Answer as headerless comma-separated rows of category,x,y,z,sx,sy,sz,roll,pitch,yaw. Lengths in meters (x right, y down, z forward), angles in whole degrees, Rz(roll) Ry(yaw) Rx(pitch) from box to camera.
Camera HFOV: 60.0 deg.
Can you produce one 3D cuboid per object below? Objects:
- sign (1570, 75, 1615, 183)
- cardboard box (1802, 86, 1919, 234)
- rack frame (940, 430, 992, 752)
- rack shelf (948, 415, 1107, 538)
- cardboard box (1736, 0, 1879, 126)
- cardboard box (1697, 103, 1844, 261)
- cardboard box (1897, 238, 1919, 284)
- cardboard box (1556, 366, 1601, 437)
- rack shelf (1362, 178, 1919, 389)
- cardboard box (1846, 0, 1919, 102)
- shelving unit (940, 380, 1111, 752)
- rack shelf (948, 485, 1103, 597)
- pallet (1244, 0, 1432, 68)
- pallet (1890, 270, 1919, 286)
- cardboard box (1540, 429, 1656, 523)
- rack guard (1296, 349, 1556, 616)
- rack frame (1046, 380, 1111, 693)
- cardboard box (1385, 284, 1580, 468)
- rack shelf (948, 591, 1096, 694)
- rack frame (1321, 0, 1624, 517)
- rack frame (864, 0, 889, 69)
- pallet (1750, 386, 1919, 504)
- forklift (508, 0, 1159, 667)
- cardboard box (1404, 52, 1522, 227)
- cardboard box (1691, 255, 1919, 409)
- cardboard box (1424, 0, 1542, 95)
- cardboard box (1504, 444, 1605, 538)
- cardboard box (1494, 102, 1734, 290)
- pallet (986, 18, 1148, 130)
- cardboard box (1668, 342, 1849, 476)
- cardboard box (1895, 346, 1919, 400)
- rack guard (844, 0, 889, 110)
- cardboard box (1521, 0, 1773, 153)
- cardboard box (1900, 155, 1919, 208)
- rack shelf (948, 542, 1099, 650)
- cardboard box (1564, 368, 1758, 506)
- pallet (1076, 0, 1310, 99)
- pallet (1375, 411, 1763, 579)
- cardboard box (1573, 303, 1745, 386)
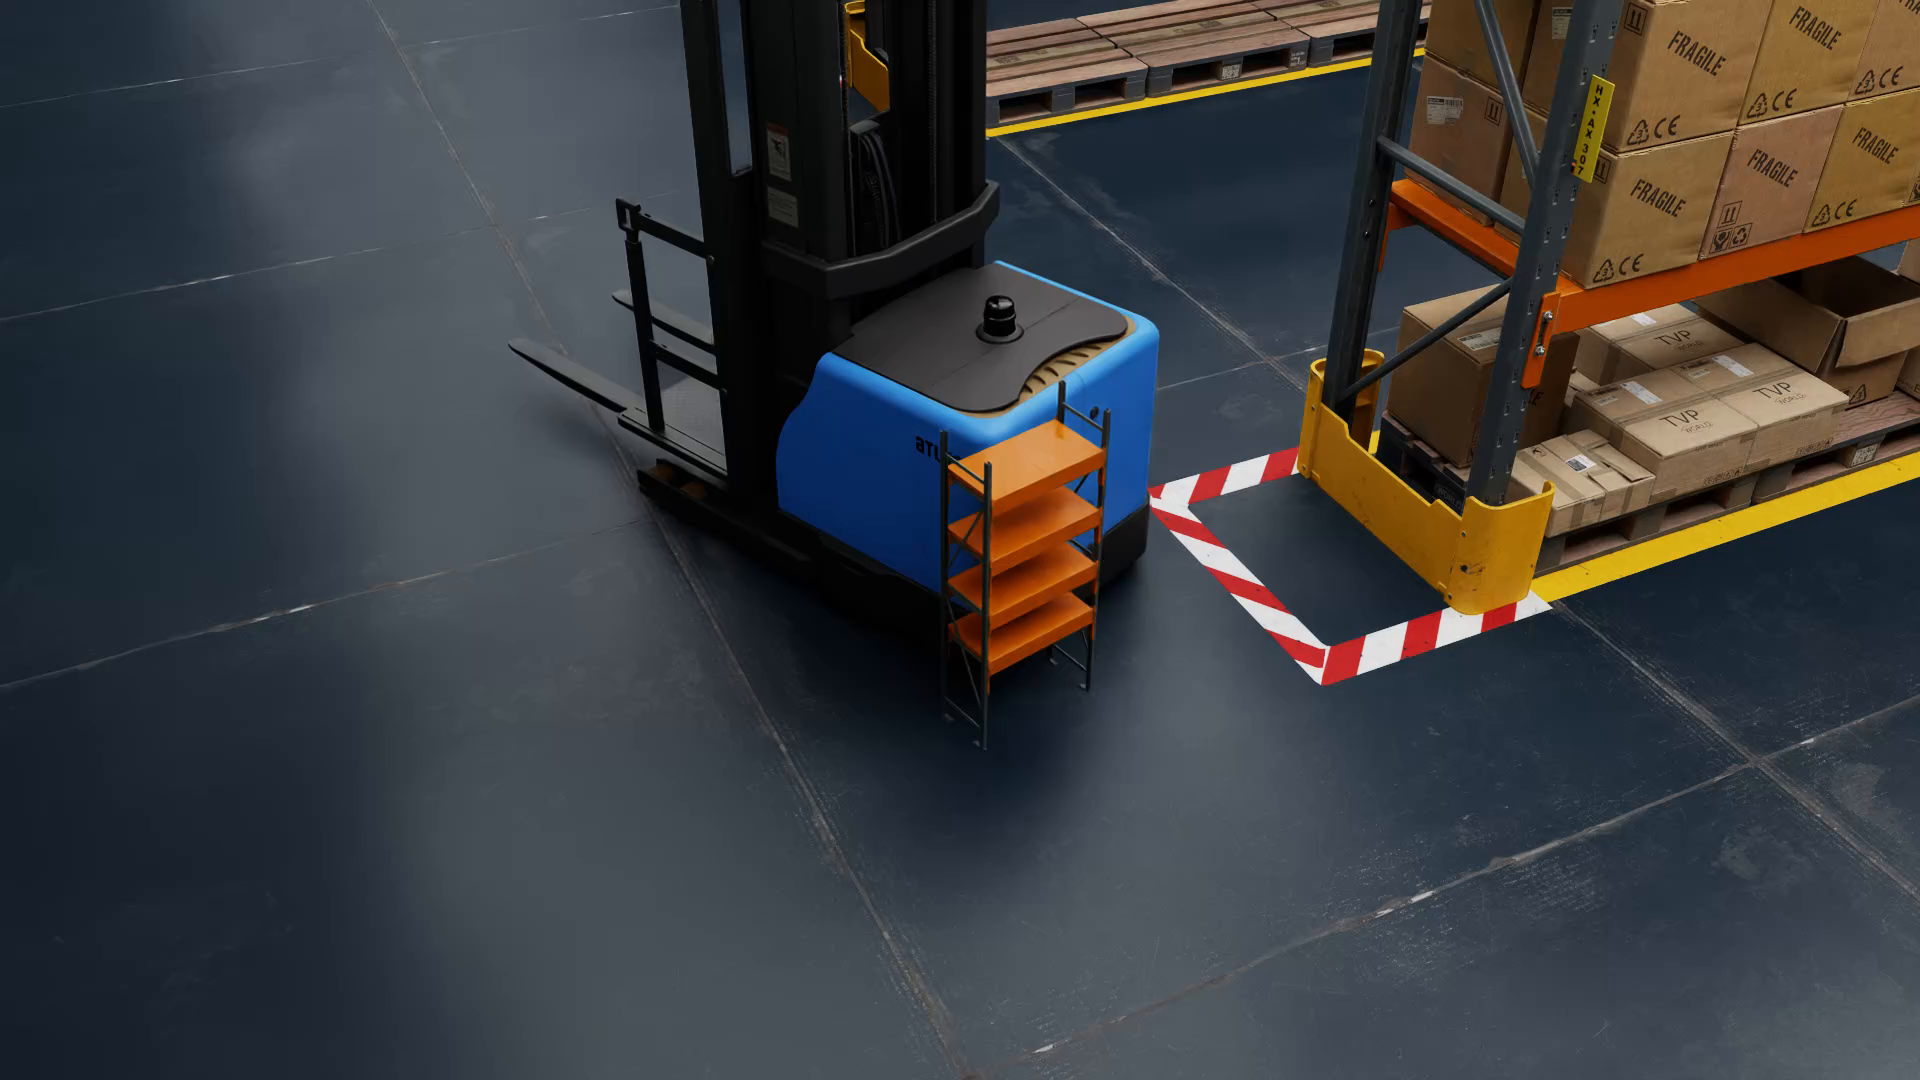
sign,1.994,-1.297,5.255,0.005,0.325,0.100,-16,39,-20
cardboard box,3.198,-1.512,6.186,0.500,0.500,0.500,-16,39,-20
rack frame,0.015,0.194,5.480,0.015,1.200,0.240,-25,44,-30
rack shelf,0.209,-0.210,5.365,0.480,0.148,0.258,-25,44,-30
cardboard box,2.747,-1.791,5.723,0.500,0.500,0.500,-15,39,-19
cardboard box,2.742,-1.386,6.017,0.500,0.500,0.500,-16,39,-20
cardboard box,4.913,-1.362,7.956,0.500,0.311,0.500,-16,39,-20
cardboard box,2.556,-0.606,7.057,0.250,0.166,0.380,-16,39,-20
rack shelf,3.574,-1.460,6.804,4.000,0.370,1.077,-16,39,-20
cardboard box,3.202,-1.915,5.890,0.500,0.500,0.500,-15,39,-19
shelving unit,0.207,0.104,5.601,0.503,1.200,0.258,-25,44,-30
rack shelf,0.208,-0.021,5.507,0.480,0.148,0.258,-25,44,-30
pallet,2.634,-3.600,11.426,1.213,0.211,1.003,-16,39,-20
pallet,4.763,-0.961,7.869,1.213,0.211,1.003,-16,39,-20
cardboard box,2.515,-0.265,6.598,0.250,0.166,0.380,-16,39,-20
rack guard,1.832,-0.258,6.678,0.348,0.500,1.175,-16,39,-20
rack frame,0.399,0.015,5.721,0.015,1.200,0.240,-25,44,-30
cardboard box,2.151,-0.686,6.885,0.500,0.500,0.500,-16,39,-20
rack shelf,0.206,0.317,5.760,0.480,0.148,0.258,-25,44,-30
rack frame,1.764,-1.242,5.907,0.127,3.000,1.000,-16,39,-20
rack frame,-0.338,-3.915,9.510,0.127,3.000,1.000,-16,39,-20
pallet,3.657,-0.650,7.450,1.213,0.211,1.003,-16,39,-20
forklift,-0.706,-1.460,6.257,3.031,2.935,1.130,27,44,32
cardboard box,2.053,-1.543,6.228,0.500,0.500,0.500,-14,39,-19
cardboard box,3.686,-0.951,7.240,0.637,0.503,0.797,-16,39,-20
cardboard box,2.050,-1.945,5.931,0.500,0.500,0.500,-16,39,-20
cardboard box,2.289,-0.195,6.518,0.250,0.149,0.380,-16,39,-20
cardboard box,2.277,-1.253,5.837,0.500,0.500,0.500,-15,39,-19
pallet,0.425,-2.982,10.594,1.213,0.211,1.003,-16,39,-20
cardboard box,3.282,-0.552,6.916,0.500,0.250,0.500,-16,39,-20
cardboard box,4.311,-0.865,7.285,0.500,0.311,0.500,-16,39,-20
rack guard,-0.354,-2.897,10.237,0.348,0.500,1.175,-16,39,-20
cardboard box,2.277,-1.654,5.539,0.500,0.500,0.500,-14,39,-19
cardboard box,3.651,-1.637,6.355,0.500,0.500,0.500,-15,39,-19
rack shelf,0.207,0.158,5.641,0.480,0.148,0.258,-25,44,-30
cardboard box,2.829,-0.426,6.745,0.500,0.250,0.500,-16,39,-20
pallet,1.528,-3.289,11.007,1.213,0.211,1.003,-16,39,-20
pallet,2.554,-0.344,7.037,1.213,0.211,1.003,-16,39,-20
cardboard box,3.024,-0.809,7.262,0.500,0.250,0.500,-16,39,-20
